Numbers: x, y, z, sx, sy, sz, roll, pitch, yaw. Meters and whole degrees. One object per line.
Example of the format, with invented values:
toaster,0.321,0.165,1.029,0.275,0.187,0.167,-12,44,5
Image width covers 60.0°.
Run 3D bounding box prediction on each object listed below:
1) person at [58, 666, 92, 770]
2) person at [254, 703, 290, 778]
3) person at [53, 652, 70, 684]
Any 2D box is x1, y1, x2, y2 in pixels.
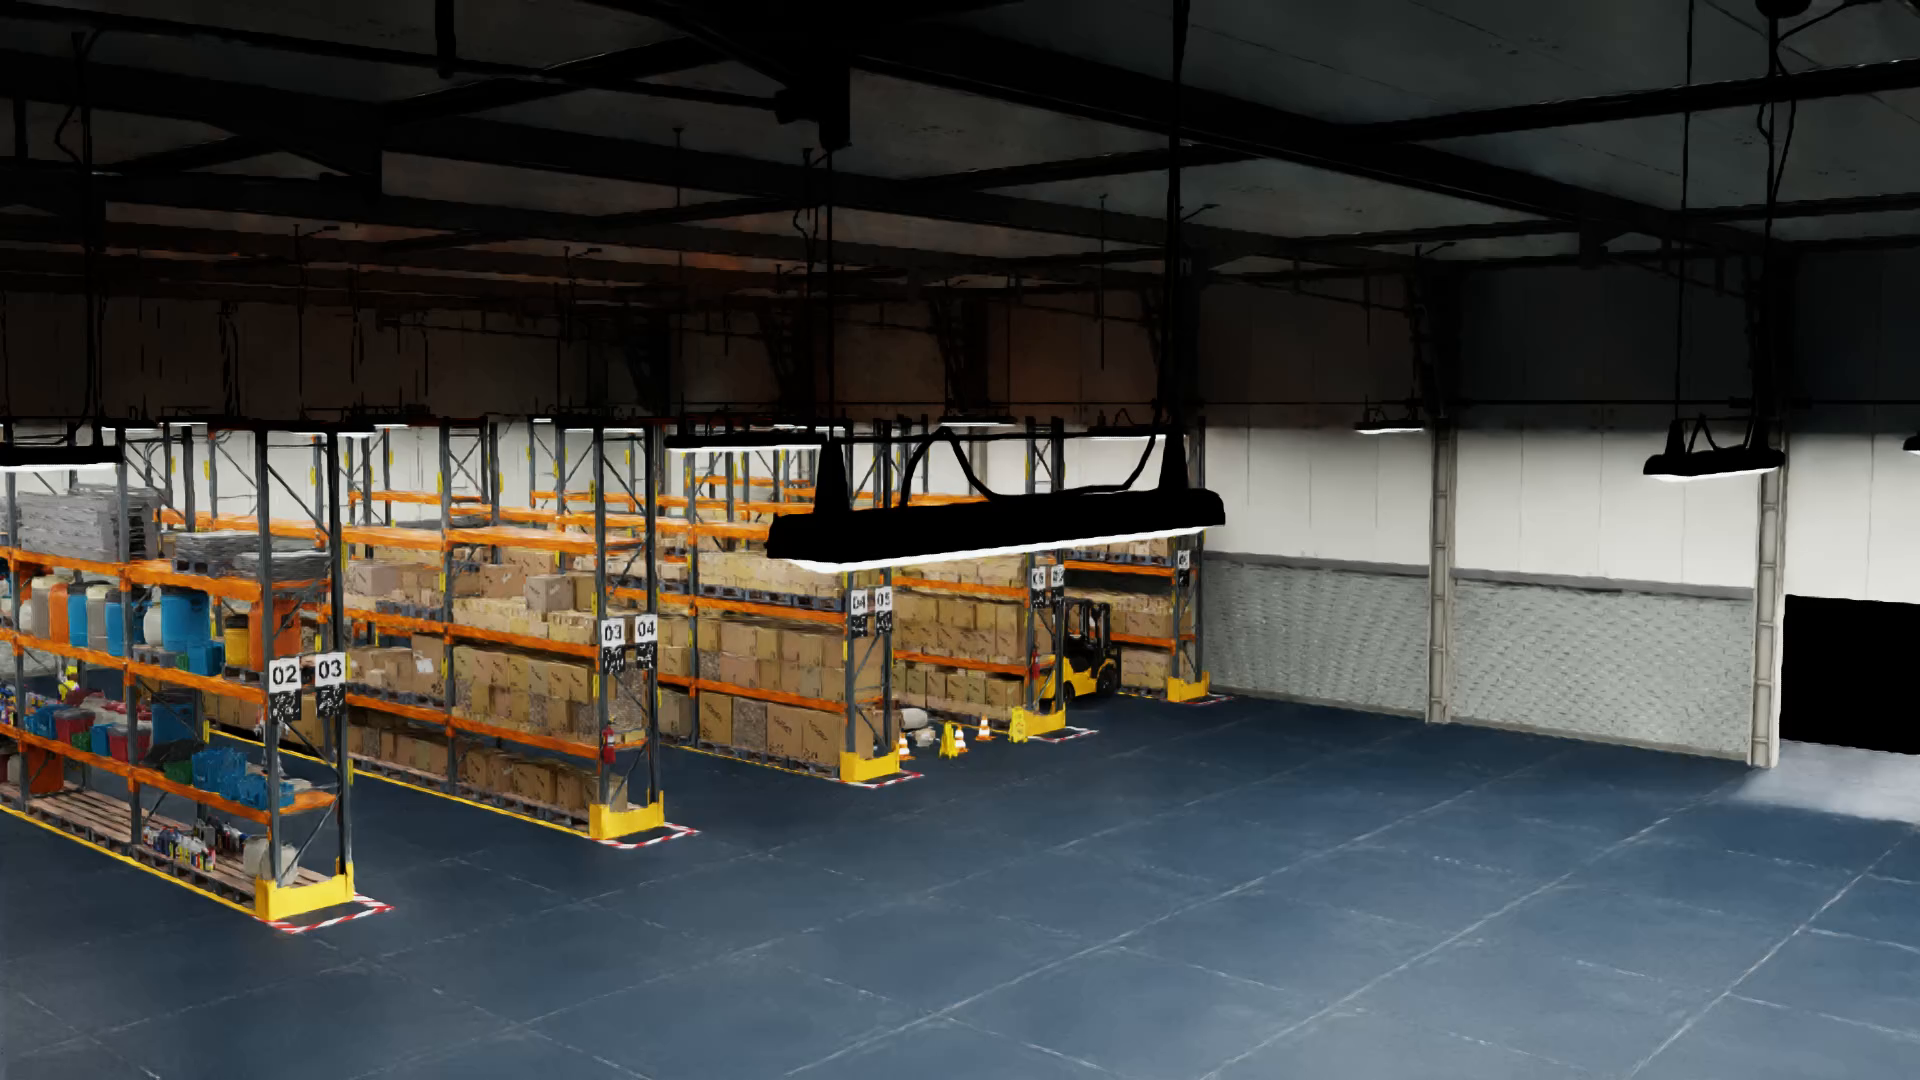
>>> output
person,-15.274,3.043,28.732,0.640,1.770,0.468,2,5,24
person,-11.586,3.126,28.128,1.128,1.709,0.550,4,6,39
person,-20.118,2.452,37.298,0.410,1.529,0.958,-4,6,-39
